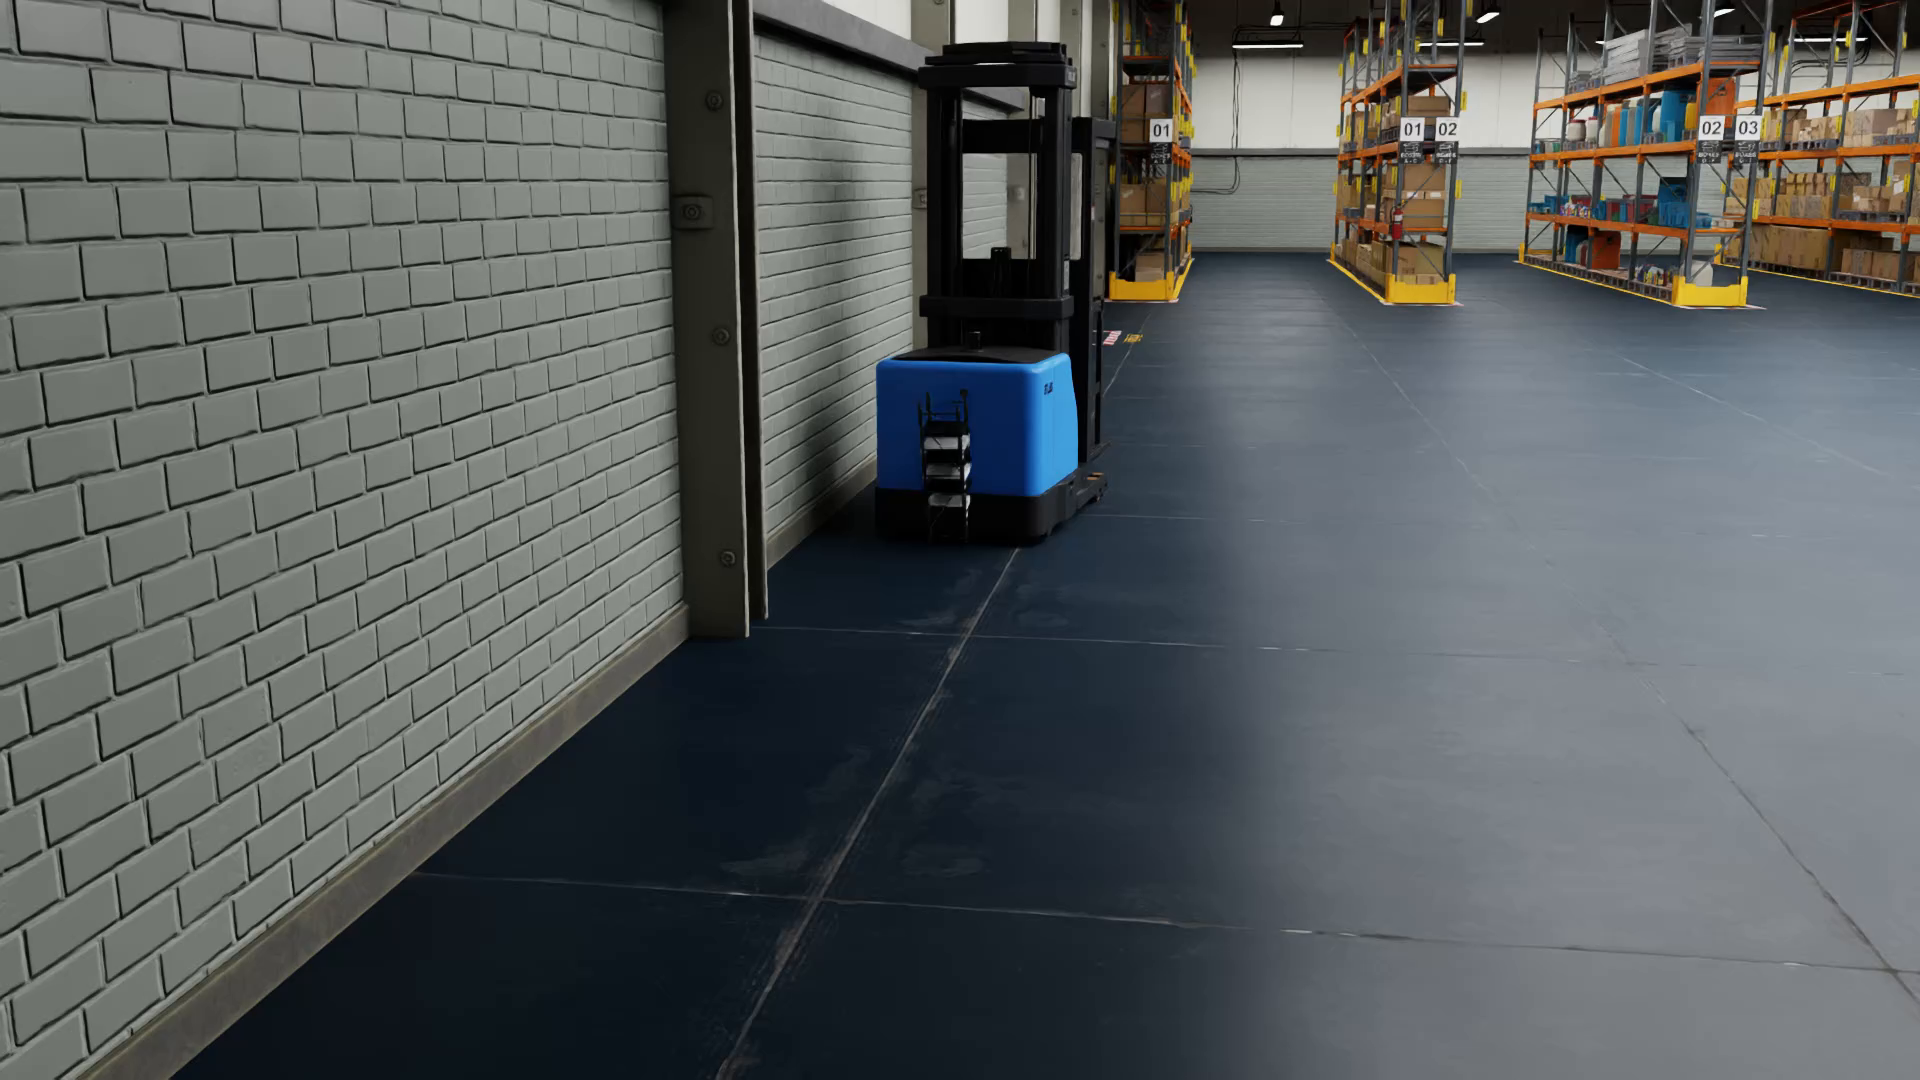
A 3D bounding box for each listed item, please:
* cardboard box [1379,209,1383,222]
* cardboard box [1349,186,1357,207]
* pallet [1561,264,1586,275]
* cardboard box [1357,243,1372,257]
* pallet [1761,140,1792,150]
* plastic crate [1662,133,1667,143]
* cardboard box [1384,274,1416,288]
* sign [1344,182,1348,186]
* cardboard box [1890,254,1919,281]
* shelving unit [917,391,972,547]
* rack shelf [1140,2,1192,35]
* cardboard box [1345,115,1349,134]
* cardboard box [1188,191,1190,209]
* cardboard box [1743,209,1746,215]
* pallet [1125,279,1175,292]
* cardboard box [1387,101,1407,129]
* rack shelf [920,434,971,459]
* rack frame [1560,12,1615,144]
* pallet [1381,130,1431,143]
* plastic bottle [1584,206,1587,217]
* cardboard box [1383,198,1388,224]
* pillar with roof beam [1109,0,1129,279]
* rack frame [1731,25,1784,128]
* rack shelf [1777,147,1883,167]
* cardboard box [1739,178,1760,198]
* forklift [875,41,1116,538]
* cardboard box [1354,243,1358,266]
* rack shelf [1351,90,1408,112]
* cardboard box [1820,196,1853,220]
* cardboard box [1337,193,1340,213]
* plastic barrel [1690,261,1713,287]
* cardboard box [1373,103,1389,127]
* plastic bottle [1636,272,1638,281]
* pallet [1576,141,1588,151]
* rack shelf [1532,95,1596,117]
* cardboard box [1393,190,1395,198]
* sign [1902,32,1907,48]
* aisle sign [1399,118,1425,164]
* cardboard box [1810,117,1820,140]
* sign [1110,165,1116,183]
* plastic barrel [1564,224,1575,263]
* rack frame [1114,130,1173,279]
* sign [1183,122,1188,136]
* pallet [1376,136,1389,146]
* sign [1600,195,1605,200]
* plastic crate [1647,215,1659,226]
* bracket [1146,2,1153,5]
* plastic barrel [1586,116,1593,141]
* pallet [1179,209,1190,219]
[{"bbox_3d":[8.771,-6.670,34.141,0.396,0.266,0.258,2,12,7],"label":"cardboard box"},{"bbox_3d":[9.711,-8.229,39.825,0.700,0.500,0.500,4,13,18],"label":"cardboard box"},{"bbox_3d":[14.597,-6.273,38.602,1.003,0.211,1.213,2,12,9],"label":"pallet"},{"bbox_3d":[9.062,-6.415,36.838,0.500,0.311,0.500,2,12,11],"label":"cardboard box"},{"bbox_3d":[19.972,-9.483,39.966,1.003,0.211,1.213,2,12,9],"label":"pallet"},{"bbox_3d":[13.200,-7.428,30.724,0.336,0.188,0.450,2,12,9],"label":"plastic crate"},{"bbox_3d":[7.993,-4.696,30.194,0.500,0.250,0.500,2,12,9],"label":"cardboard box"},{"bbox_3d":[9.510,-8.651,40.960,0.100,0.325,0.005,2,12,9],"label":"sign"},{"bbox_3d":[18.721,-5.345,32.563,0.700,0.500,0.500,1,12,4],"label":"cardboard box"},{"bbox_3d":[-0.073,-0.410,9.691,0.258,0.900,0.210,2,27,12],"label":"shelving unit"},{"bbox_3d":[4.845,-12.161,38.880,1.077,0.370,4.000,2,12,9],"label":"rack shelf"},{"bbox_3d":[10.440,-10.840,43.440,0.700,0.500,0.500,2,12,9],"label":"cardboard box"},{"bbox_3d":[5.699,-9.244,45.056,0.980,0.700,0.700,2,12,11],"label":"cardboard box"},{"bbox_3d":[19.835,-8.216,41.595,0.380,0.149,0.250,2,12,7],"label":"cardboard box"},{"bbox_3d":[3.668,-4.947,32.449,1.003,0.211,1.213,2,12,9],"label":"pallet"},{"bbox_3d":[8.440,-7.998,31.292,0.797,0.503,0.637,3,13,15],"label":"cardboard box"},{"bbox_3d":[-0.083,-0.542,9.626,0.258,0.077,0.200,2,27,12],"label":"rack shelf"},{"bbox_3d":[14.942,-10.983,39.597,1.000,3.000,0.127,2,12,9],"label":"rack frame"},{"bbox_3d":[8.712,-7.791,32.115,1.003,0.211,1.213,2,12,9],"label":"pallet"},{"bbox_3d":[14.068,-7.365,37.353,0.097,0.271,0.097,0,12,0],"label":"plastic bottle"},{"bbox_3d":[8.755,-6.503,32.810,0.700,0.500,0.500,2,12,7],"label":"cardboard box"},{"bbox_3d":[7.736,-10.089,35.450,9.100,9.000,0.400,2,12,9],"label":"pillar with roof beam"},{"bbox_3d":[20.451,-11.655,42.716,1.000,3.000,0.127,2,12,9],"label":"rack frame"},{"bbox_3d":[19.528,-8.588,37.312,1.077,0.370,4.000,2,12,9],"label":"rack shelf"},{"bbox_3d":[19.960,-8.858,41.846,0.500,0.500,0.500,2,12,7],"label":"cardboard box"},{"bbox_3d":[0.393,-1.713,10.986,1.130,2.935,3.031,4,13,16],"label":"forklift"},{"bbox_3d":[9.345,-6.574,38.269,0.500,0.500,0.500,2,12,11],"label":"cardboard box"},{"bbox_3d":[9.740,-10.181,38.531,1.077,0.370,4.000,2,12,9],"label":"rack shelf"},{"bbox_3d":[19.052,-7.217,36.124,0.500,0.500,0.500,2,12,10],"label":"cardboard box"},{"bbox_3d":[10.260,-8.902,43.942,0.500,0.500,0.500,2,12,8],"label":"cardboard box"},{"bbox_3d":[13.122,-4.681,29.503,0.421,0.512,0.421,0,12,0],"label":"plastic barrel"},{"bbox_3d":[9.506,-9.474,37.102,0.500,0.500,0.500,2,12,9],"label":"cardboard box"},{"bbox_3d":[13.198,-5.138,32.311,0.097,0.201,0.097,0,12,0],"label":"plastic bottle"},{"bbox_3d":[14.746,-9.022,38.065,1.003,0.211,1.213,2,12,9],"label":"pallet"},{"bbox_3d":[15.249,-10.852,41.646,1.077,0.370,4.000,2,12,9],"label":"rack shelf"},{"bbox_3d":[8.270,-6.435,30.956,0.380,0.149,0.250,2,12,10],"label":"cardboard box"},{"bbox_3d":[19.758,-10.470,34.809,0.100,0.325,0.005,2,12,9],"label":"sign"},{"bbox_3d":[7.902,-6.980,29.093,0.394,0.787,0.004,2,12,9],"label":"aisle sign"},{"bbox_3d":[19.514,-9.205,37.226,0.797,0.503,0.637,2,12,8],"label":"cardboard box"},{"bbox_3d":[2.762,-6.616,30.075,0.100,0.325,0.005,2,12,9],"label":"sign"},{"bbox_3d":[14.841,-7.117,39.883,0.600,0.901,0.708,2,12,9],"label":"plastic barrel"},{"bbox_3d":[3.307,-5.873,30.127,1.000,3.000,0.127,2,12,9],"label":"rack frame"},{"bbox_3d":[5.073,-9.240,37.400,0.100,0.325,0.005,2,12,9],"label":"sign"},{"bbox_3d":[8.940,-8.103,33.808,0.805,0.209,1.217,1,12,6],"label":"pallet"},{"bbox_3d":[15.485,-8.168,40.115,0.100,0.325,0.005,2,12,9],"label":"sign"},{"bbox_3d":[13.224,-6.008,31.255,0.450,0.188,0.662,2,12,9],"label":"plastic crate"},{"bbox_3d":[4.692,-13.140,41.059,0.235,0.232,0.430,2,12,9],"label":"bracket"},{"bbox_3d":[15.002,-9.617,38.937,0.600,0.588,0.600,0,12,0],"label":"plastic barrel"},{"bbox_3d":[4.533,-7.293,37.170,1.213,0.211,1.003,2,12,9],"label":"pallet"}]
